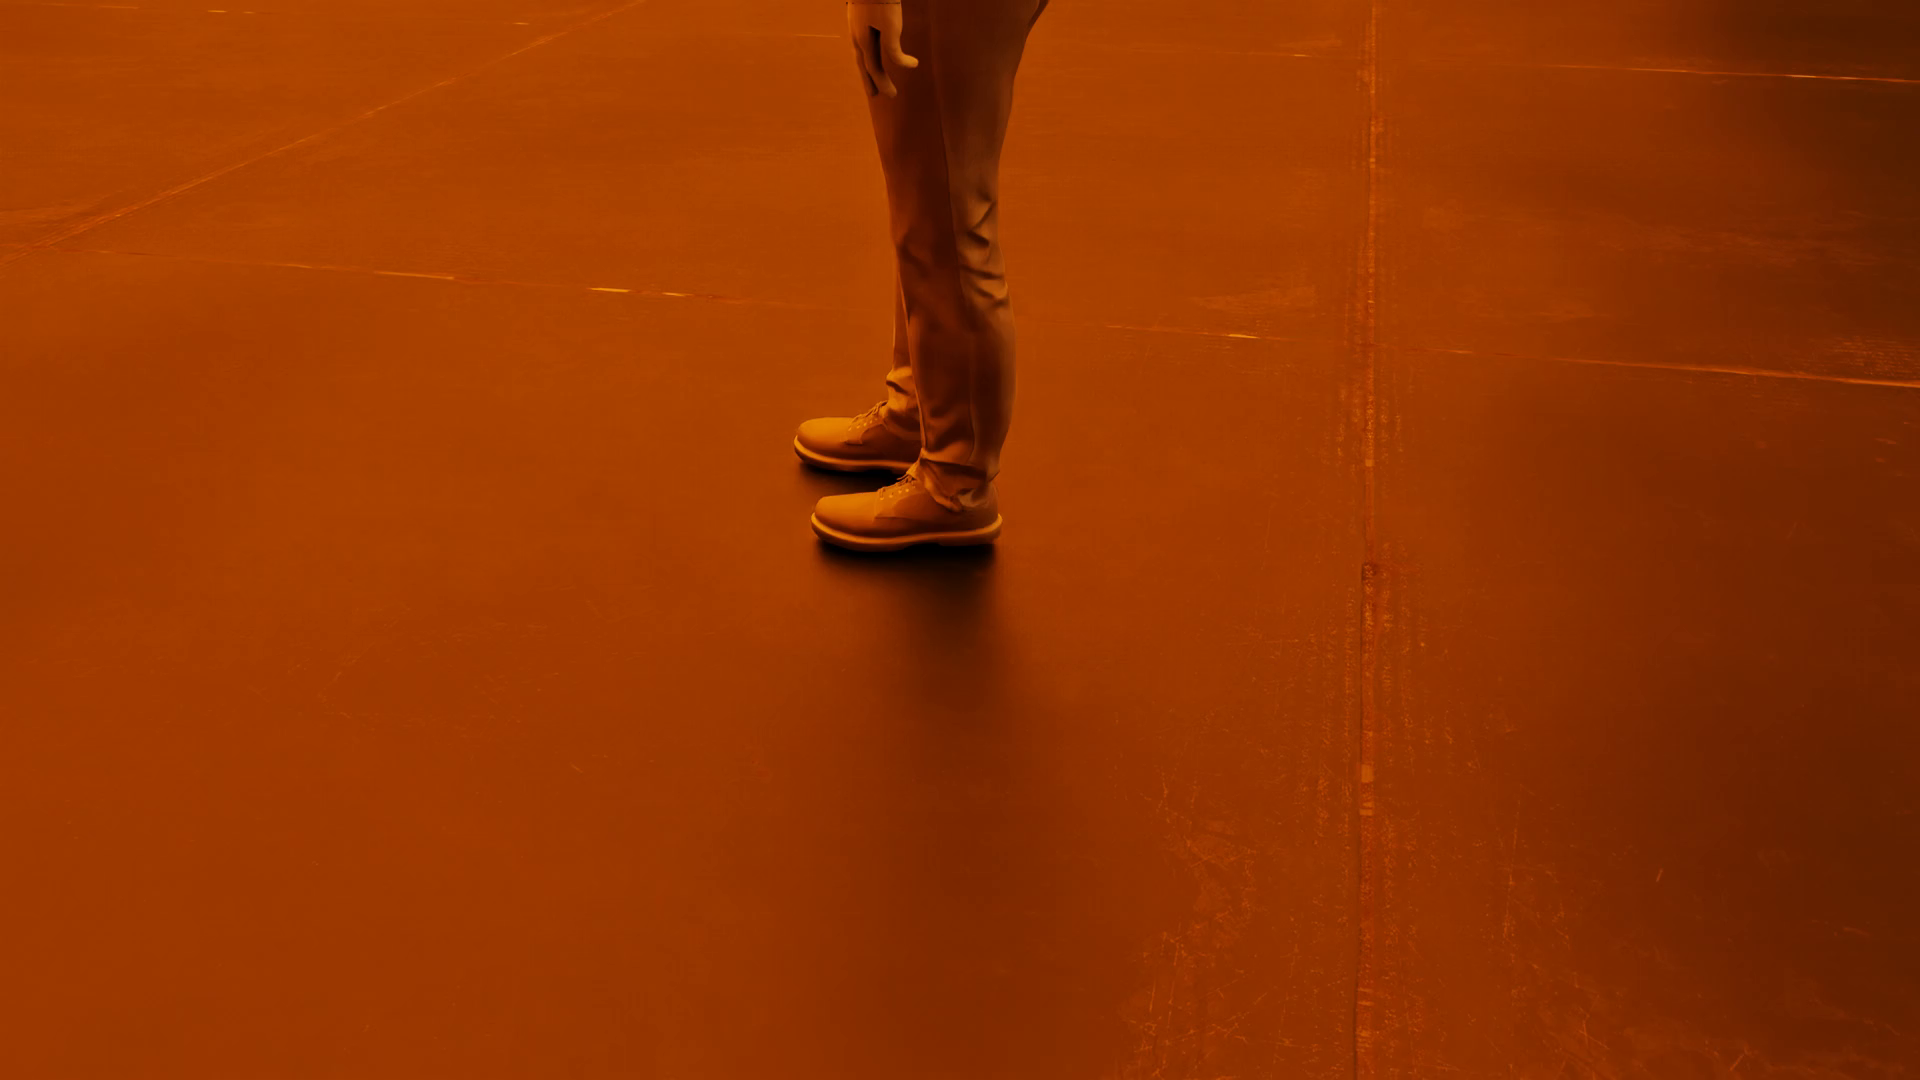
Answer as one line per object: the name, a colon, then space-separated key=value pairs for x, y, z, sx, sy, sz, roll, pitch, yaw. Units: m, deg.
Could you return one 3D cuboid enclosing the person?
person: x=-0.064 y=-0.773 z=2.134 sx=0.534 sy=1.696 sz=0.587 roll=6 pitch=27 yaw=11
